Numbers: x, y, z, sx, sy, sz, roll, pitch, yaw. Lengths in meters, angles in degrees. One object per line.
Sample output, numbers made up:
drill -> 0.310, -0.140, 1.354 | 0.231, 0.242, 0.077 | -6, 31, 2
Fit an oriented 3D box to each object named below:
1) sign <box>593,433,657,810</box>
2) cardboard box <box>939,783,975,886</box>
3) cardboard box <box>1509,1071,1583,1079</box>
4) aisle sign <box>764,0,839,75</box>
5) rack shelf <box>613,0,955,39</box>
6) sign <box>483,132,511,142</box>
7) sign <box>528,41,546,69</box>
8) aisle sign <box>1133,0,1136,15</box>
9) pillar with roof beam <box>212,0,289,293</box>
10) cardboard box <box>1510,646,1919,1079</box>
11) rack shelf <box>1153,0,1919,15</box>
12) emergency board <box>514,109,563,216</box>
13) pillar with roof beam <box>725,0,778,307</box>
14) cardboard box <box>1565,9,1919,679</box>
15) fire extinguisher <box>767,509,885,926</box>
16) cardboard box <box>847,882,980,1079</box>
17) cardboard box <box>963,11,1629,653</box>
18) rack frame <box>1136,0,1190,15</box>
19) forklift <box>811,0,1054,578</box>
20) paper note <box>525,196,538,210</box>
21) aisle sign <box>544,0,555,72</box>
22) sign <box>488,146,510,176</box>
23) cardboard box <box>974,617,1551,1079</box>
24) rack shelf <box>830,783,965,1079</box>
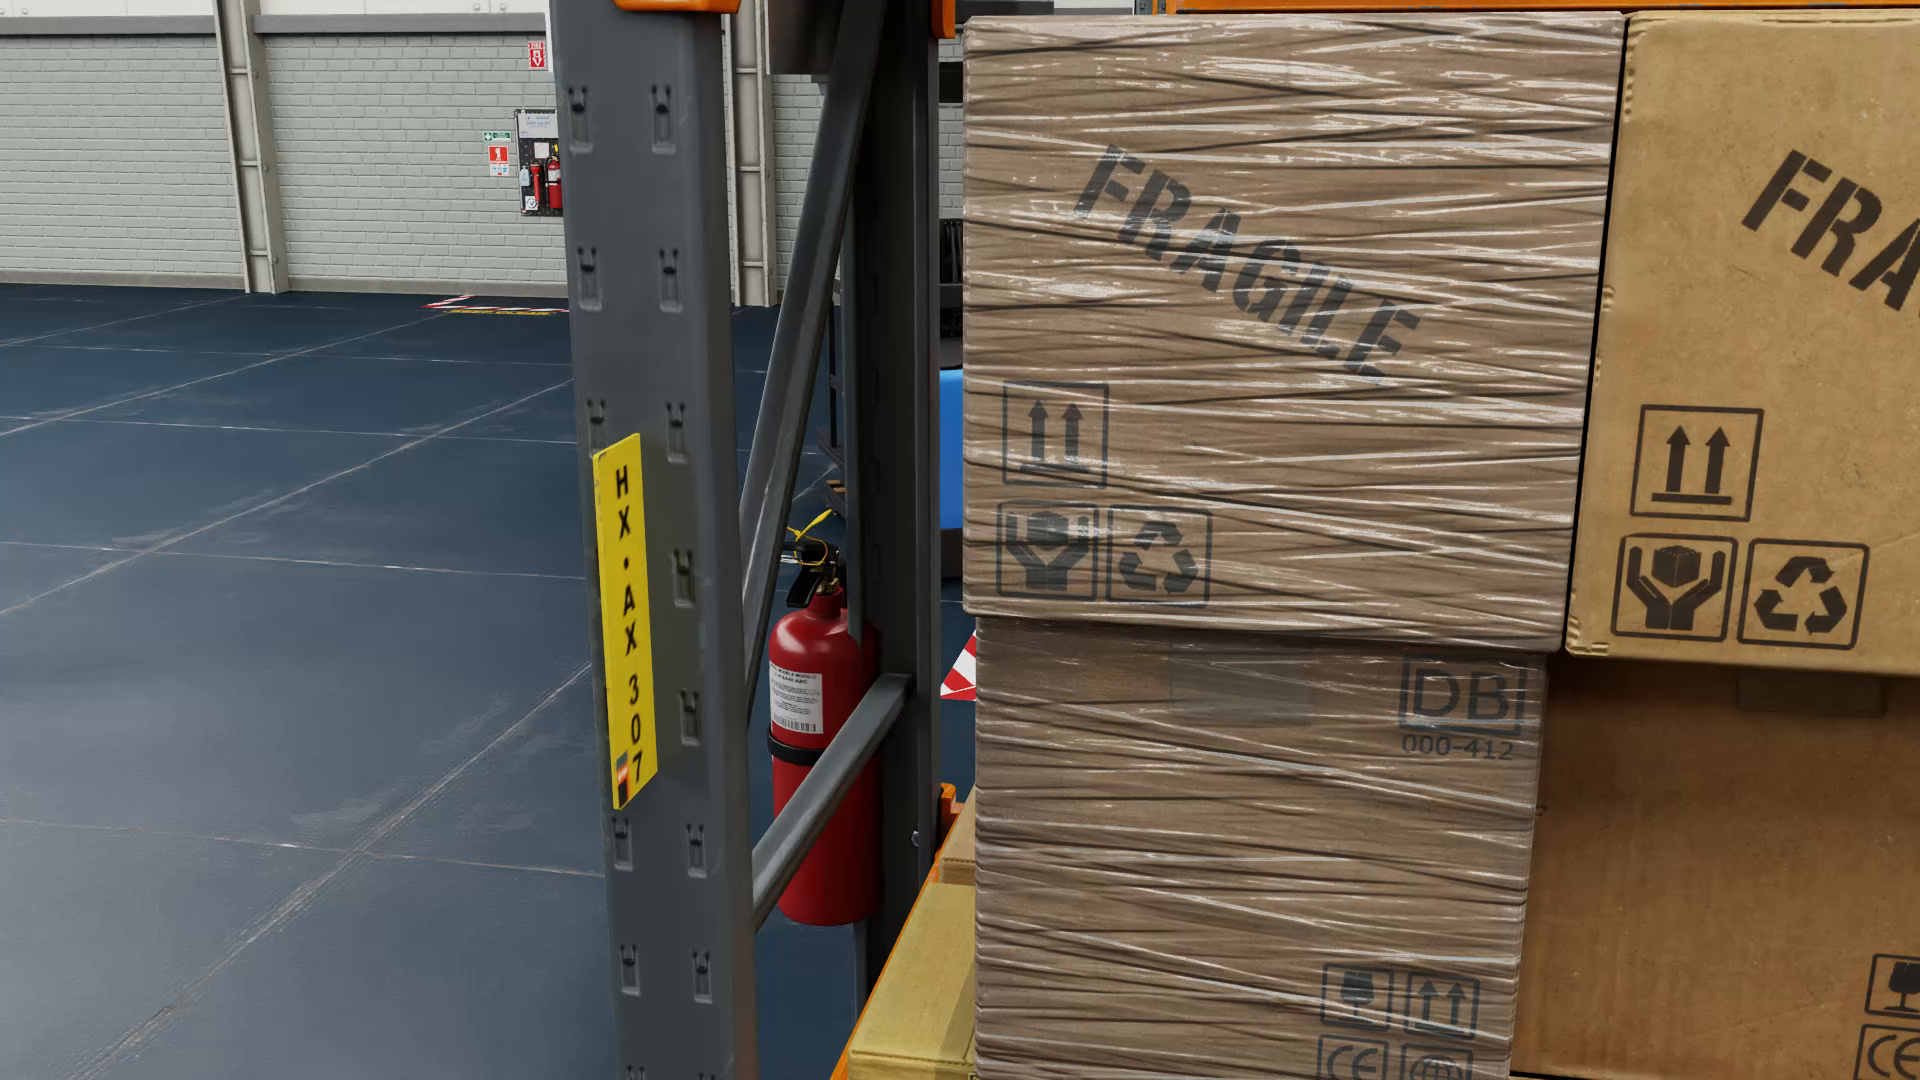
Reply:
sign -> -0.297, 0.073, 1.488 | 0.005, 0.325, 0.100 | 3, 16, 11
cardboard box -> 0.132, 0.430, 2.290 | 0.250, 0.149, 0.380 | 3, 16, 11
cardboard box -> 0.526, 0.582, 1.742 | 0.250, 0.149, 0.380 | 3, 16, 11
aisle sign -> -0.190, -0.987, 2.065 | 0.004, 0.787, 0.394 | 3, 16, 11
rack shelf -> 1.771, -0.644, 1.428 | 4.000, 0.370, 1.077 | 3, 16, 11
sign -> -5.182, -4.515, 18.614 | 0.331, 0.109, 0.001 | 3, 16, 11
sign -> -4.651, -5.333, 18.281 | 0.199, 0.298, 0.001 | 3, 16, 11
aisle sign -> 0.669, -2.128, 6.184 | 0.004, 0.787, 0.394 | 3, 16, 11
pillar with roof beam -> -8.986, -6.132, 14.271 | 0.400, 9.000, 9.100 | 3, 16, 11
cardboard box -> 0.859, 0.188, 1.949 | 0.500, 0.500, 0.875 | 3, 16, 11
rack shelf -> 2.758, -1.940, 6.105 | 4.000, 0.370, 1.077 | 3, 16, 11
emergency board -> -4.663, -4.189, 18.495 | 0.643, 1.169, 0.194 | 3, 16, 11
pillar with roof beam -> -3.107, -5.812, 13.118 | 0.400, 9.000, 9.100 | 3, 16, 11
cardboard box -> 0.784, -0.196, 1.464 | 0.500, 0.500, 0.500 | 3, 16, 11
fire extinguisher -> -0.209, 0.259, 2.584 | 0.183, 0.674, 0.296 | 3, 16, 11
cardboard box -> 0.043, 0.547, 1.870 | 0.250, 0.149, 0.380 | 3, 16, 11
cardboard box -> 0.296, -0.225, 1.567 | 0.500, 0.500, 0.500 | 3, 16, 11
rack frame -> 0.798, -0.948, 6.794 | 0.127, 3.000, 1.000 | 3, 16, 11
forklift -> -0.182, -1.574, 9.183 | 1.130, 2.935, 3.031 | -5, 16, -16
paper note -> -4.823, -3.792, 18.712 | 0.142, 0.148, 0.016 | 3, 16, 11
aisle sign -> -0.309, -0.830, 1.498 | 0.004, 0.787, 0.394 | 3, 16, 11
sign -> -5.184, -4.263, 18.694 | 0.234, 0.329, 0.001 | 3, 16, 11
cardboard box -> 0.345, 0.193, 1.932 | 0.500, 0.500, 0.875 | 3, 16, 11
rack shelf -> 1.771, 0.801, 1.828 | 4.000, 0.370, 1.077 | 3, 16, 11
